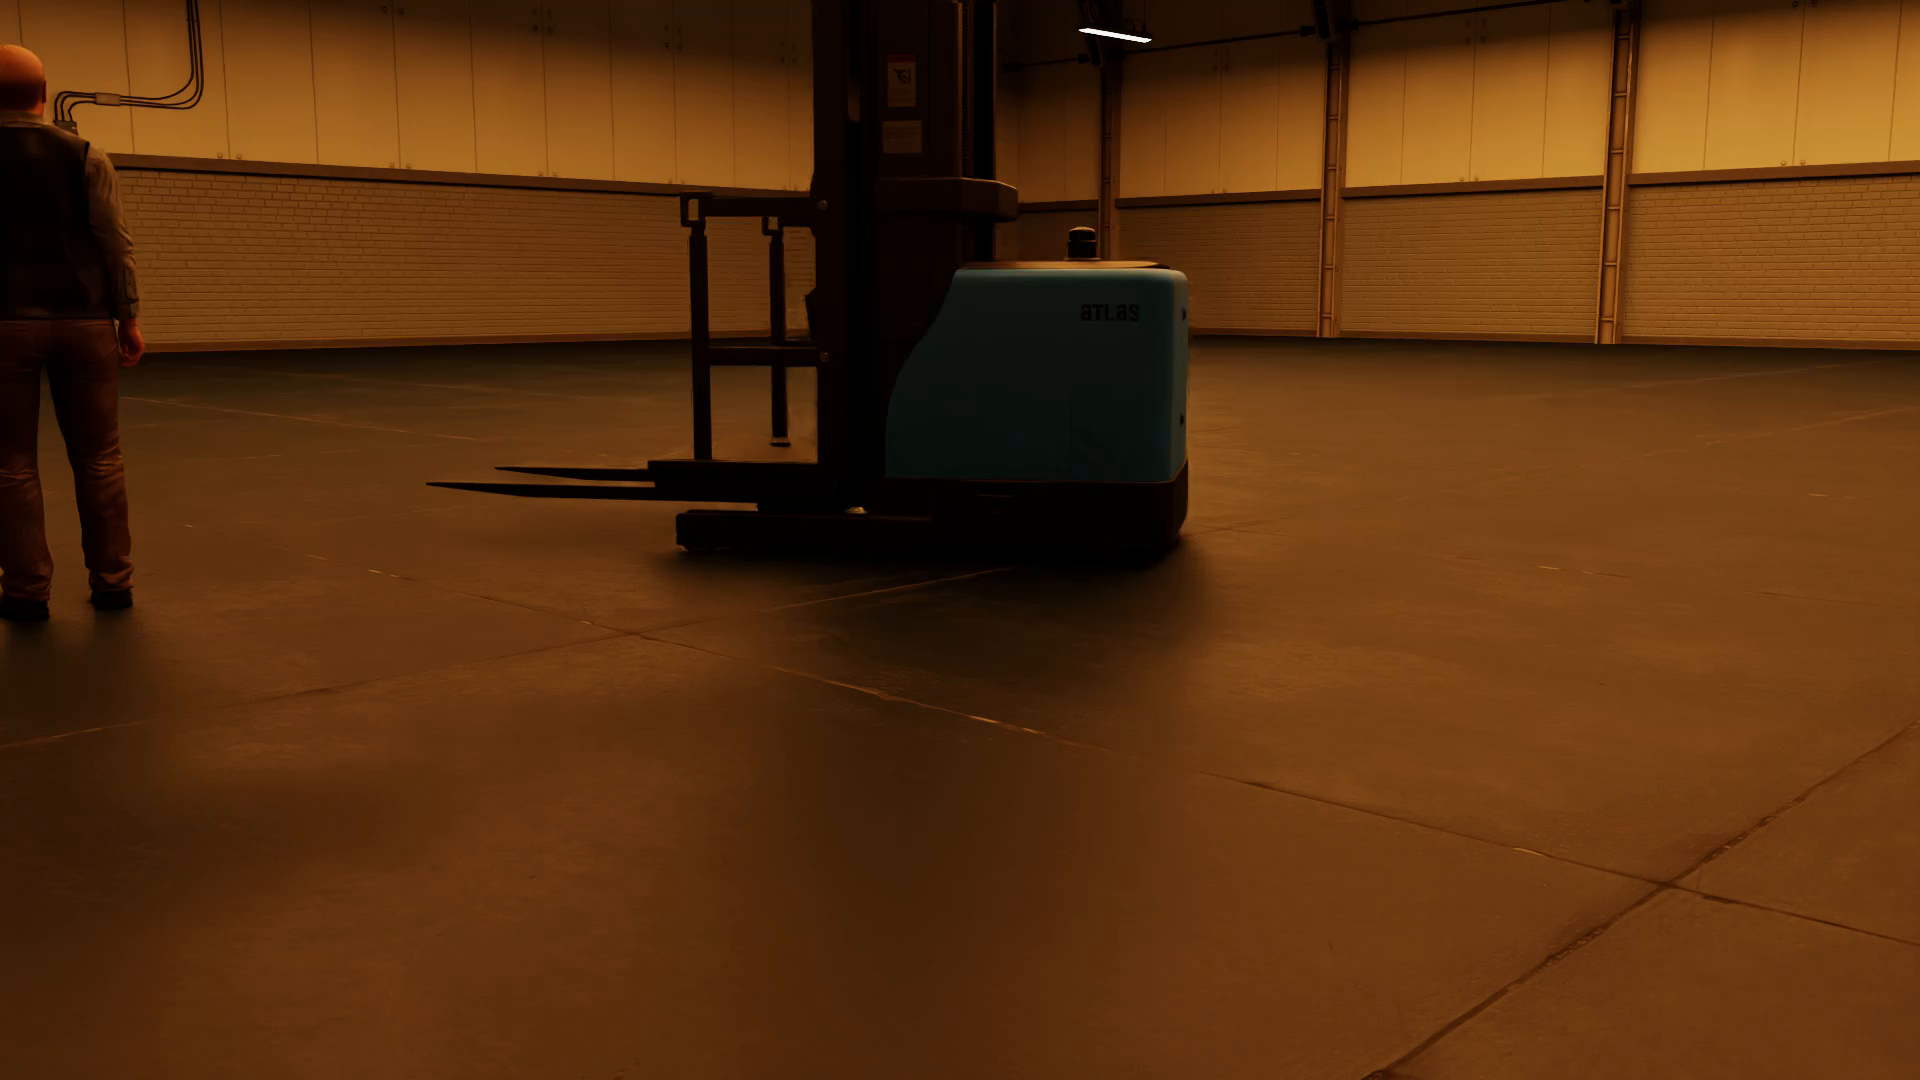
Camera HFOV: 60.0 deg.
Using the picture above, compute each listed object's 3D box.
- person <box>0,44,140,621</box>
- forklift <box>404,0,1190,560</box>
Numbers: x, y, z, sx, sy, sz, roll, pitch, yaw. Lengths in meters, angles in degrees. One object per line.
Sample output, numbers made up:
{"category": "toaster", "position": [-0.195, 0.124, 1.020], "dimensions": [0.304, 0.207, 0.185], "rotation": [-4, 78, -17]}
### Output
{"category": "person", "position": [-2.840, -0.630, 5.126], "dimensions": [0.555, 1.725, 0.375], "rotation": [-6, 11, -37]}
{"category": "forklift", "position": [-0.635, -1.452, 6.519], "dimensions": [3.031, 2.935, 1.130], "rotation": [1, 9, 3]}
